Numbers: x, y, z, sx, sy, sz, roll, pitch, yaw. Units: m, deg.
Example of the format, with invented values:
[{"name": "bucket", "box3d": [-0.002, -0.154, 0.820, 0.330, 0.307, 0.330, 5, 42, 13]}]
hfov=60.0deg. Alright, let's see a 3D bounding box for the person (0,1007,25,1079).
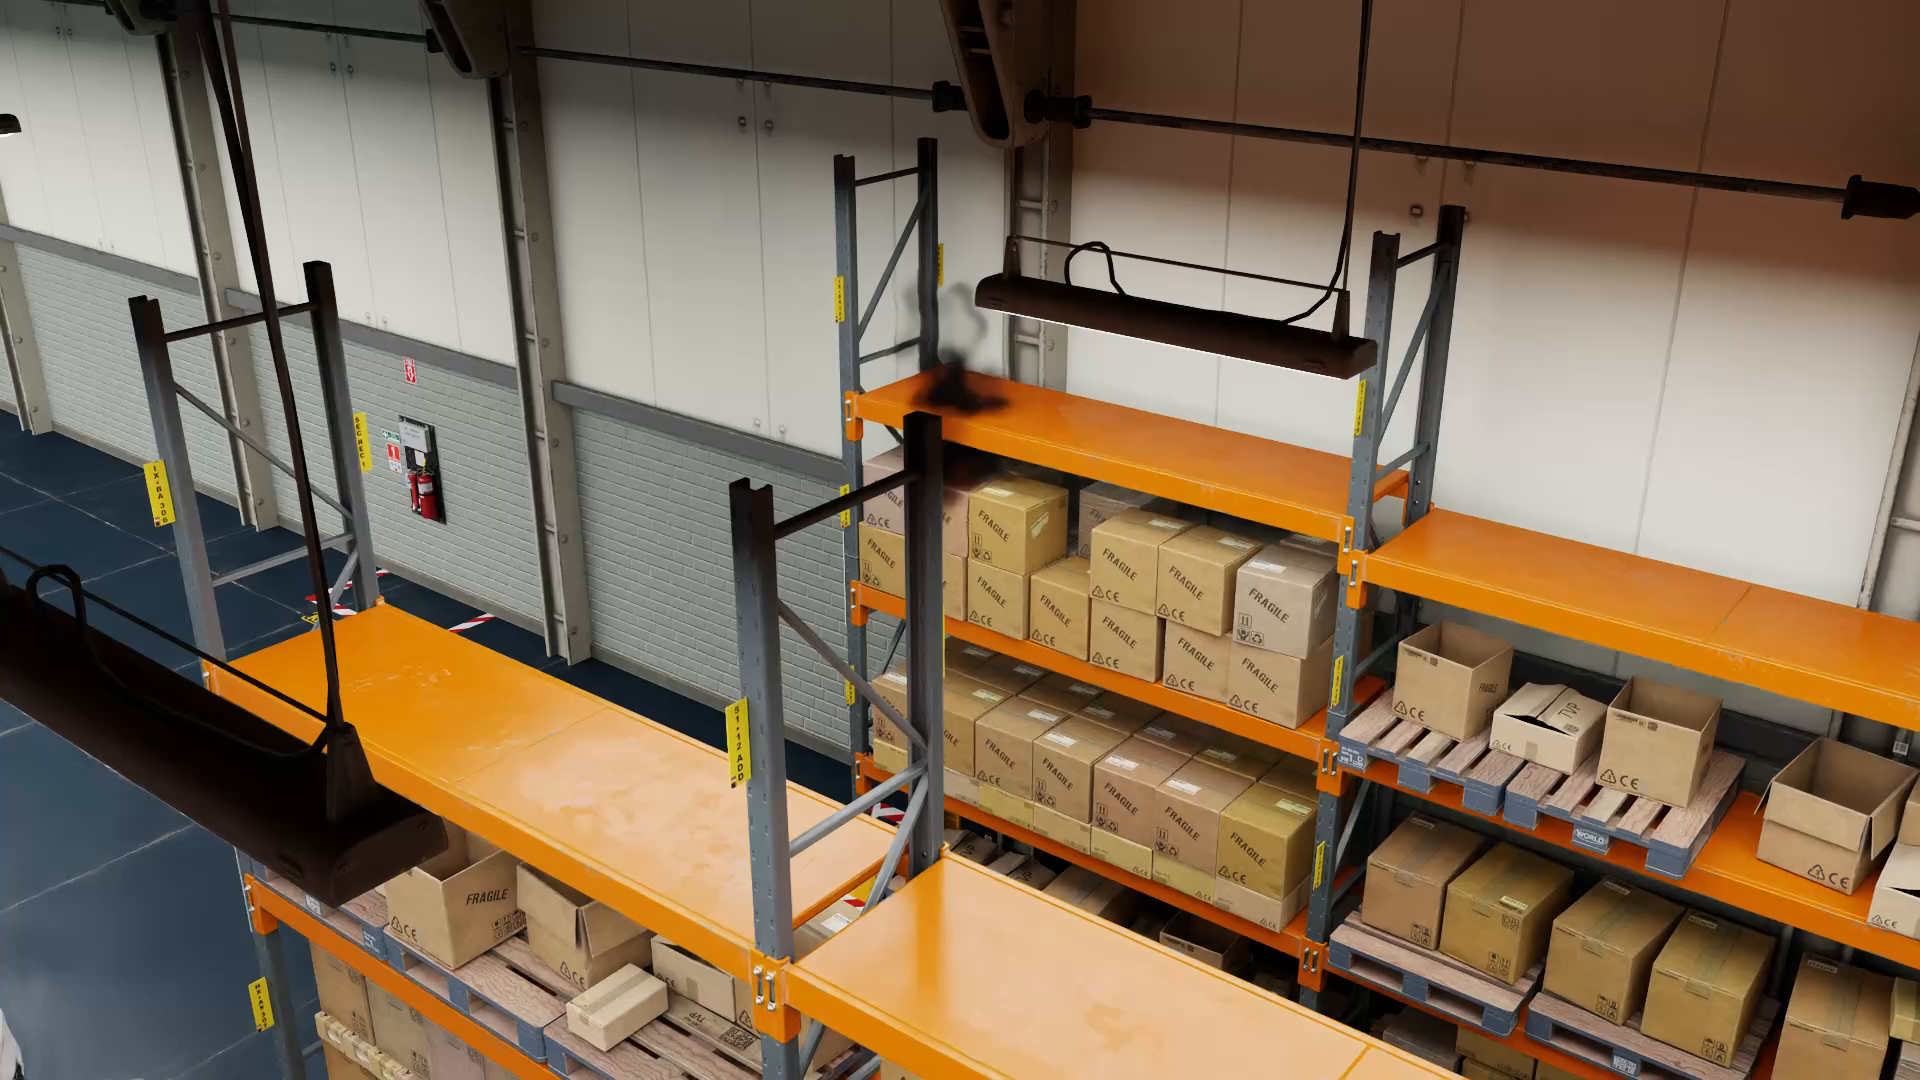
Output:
[{"name": "person", "box3d": [-6.151, 3.316, 10.440, 0.695, 1.739, 0.740, -6, 24, -15]}]
